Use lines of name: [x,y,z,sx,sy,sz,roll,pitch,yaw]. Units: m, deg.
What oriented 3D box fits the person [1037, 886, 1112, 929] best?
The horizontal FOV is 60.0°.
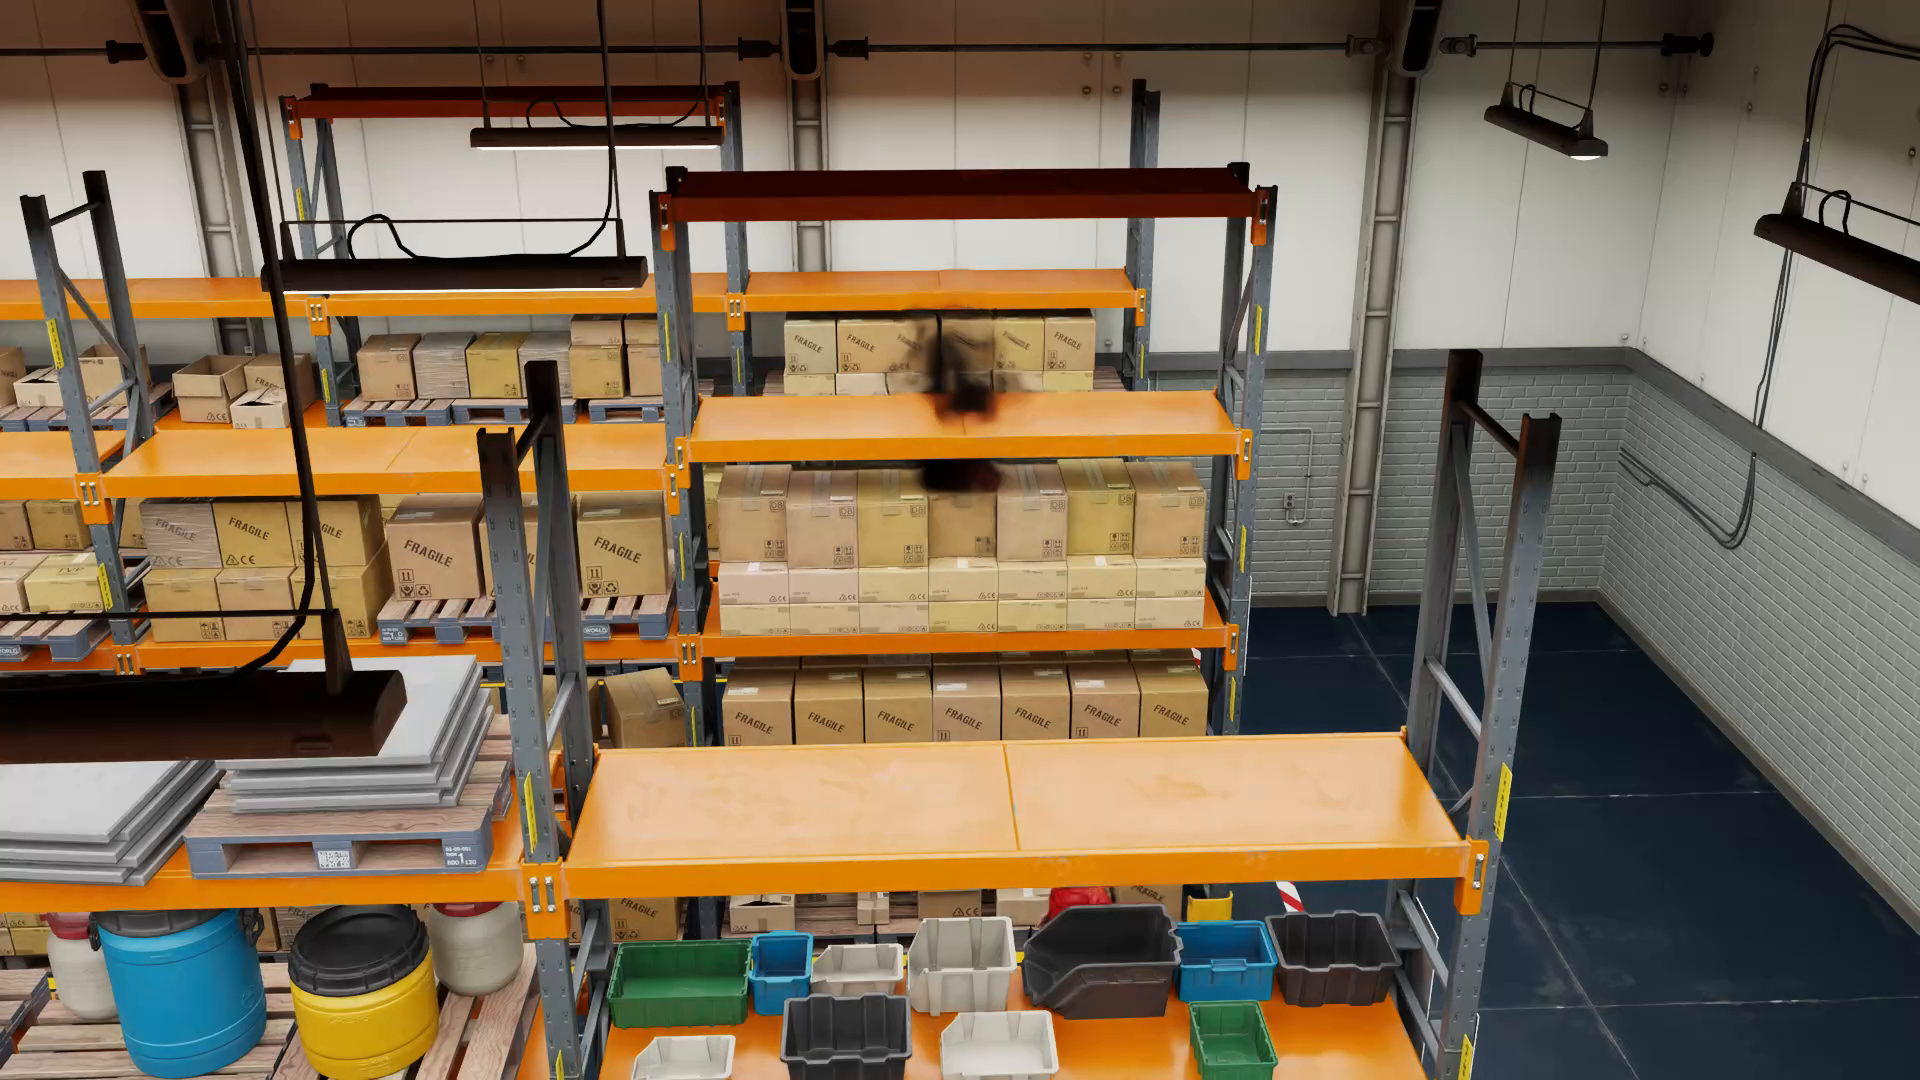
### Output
person: [0.826,2.765,11.455,0.642,1.629,0.680,-5,23,-13]
